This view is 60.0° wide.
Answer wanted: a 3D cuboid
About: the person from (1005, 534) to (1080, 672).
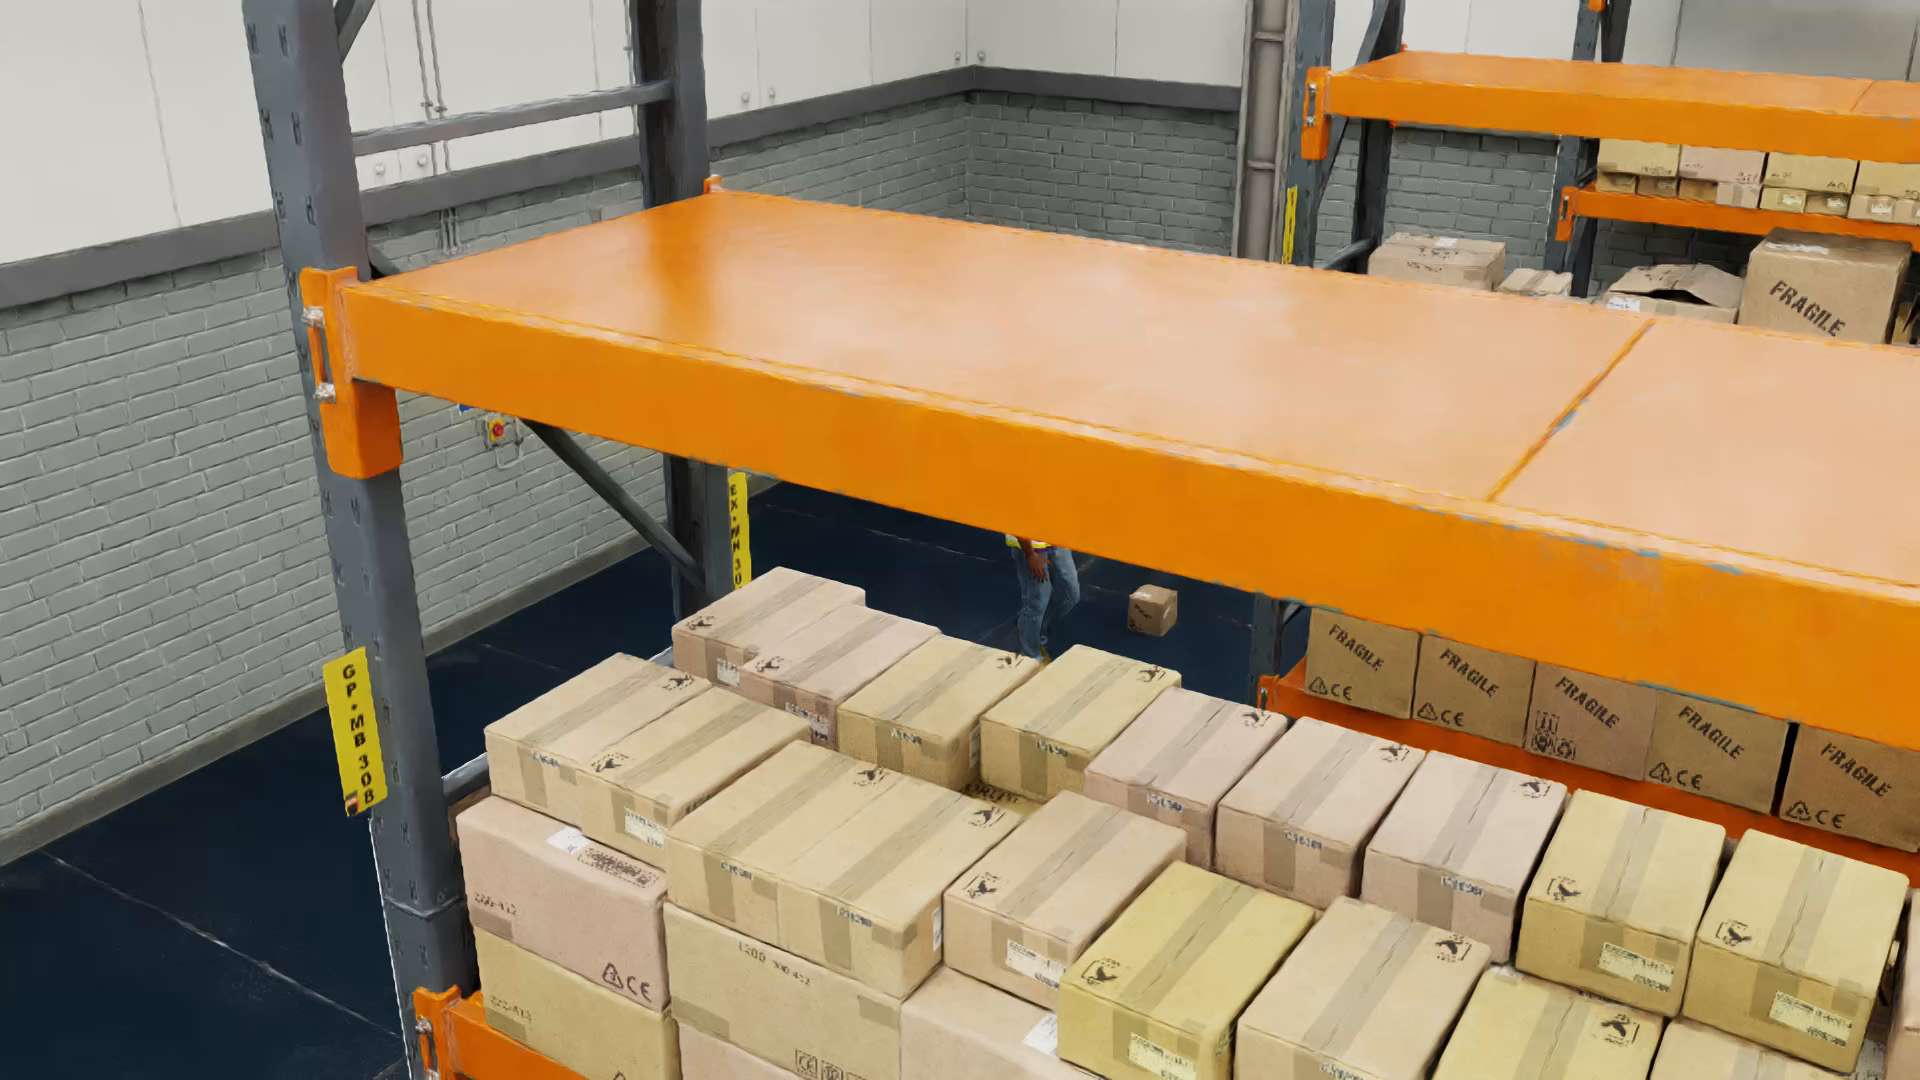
[{"bbox_3d":[0.518,0.044,10.438,0.449,1.808,0.589,15,27,31],"label":"person"}]
